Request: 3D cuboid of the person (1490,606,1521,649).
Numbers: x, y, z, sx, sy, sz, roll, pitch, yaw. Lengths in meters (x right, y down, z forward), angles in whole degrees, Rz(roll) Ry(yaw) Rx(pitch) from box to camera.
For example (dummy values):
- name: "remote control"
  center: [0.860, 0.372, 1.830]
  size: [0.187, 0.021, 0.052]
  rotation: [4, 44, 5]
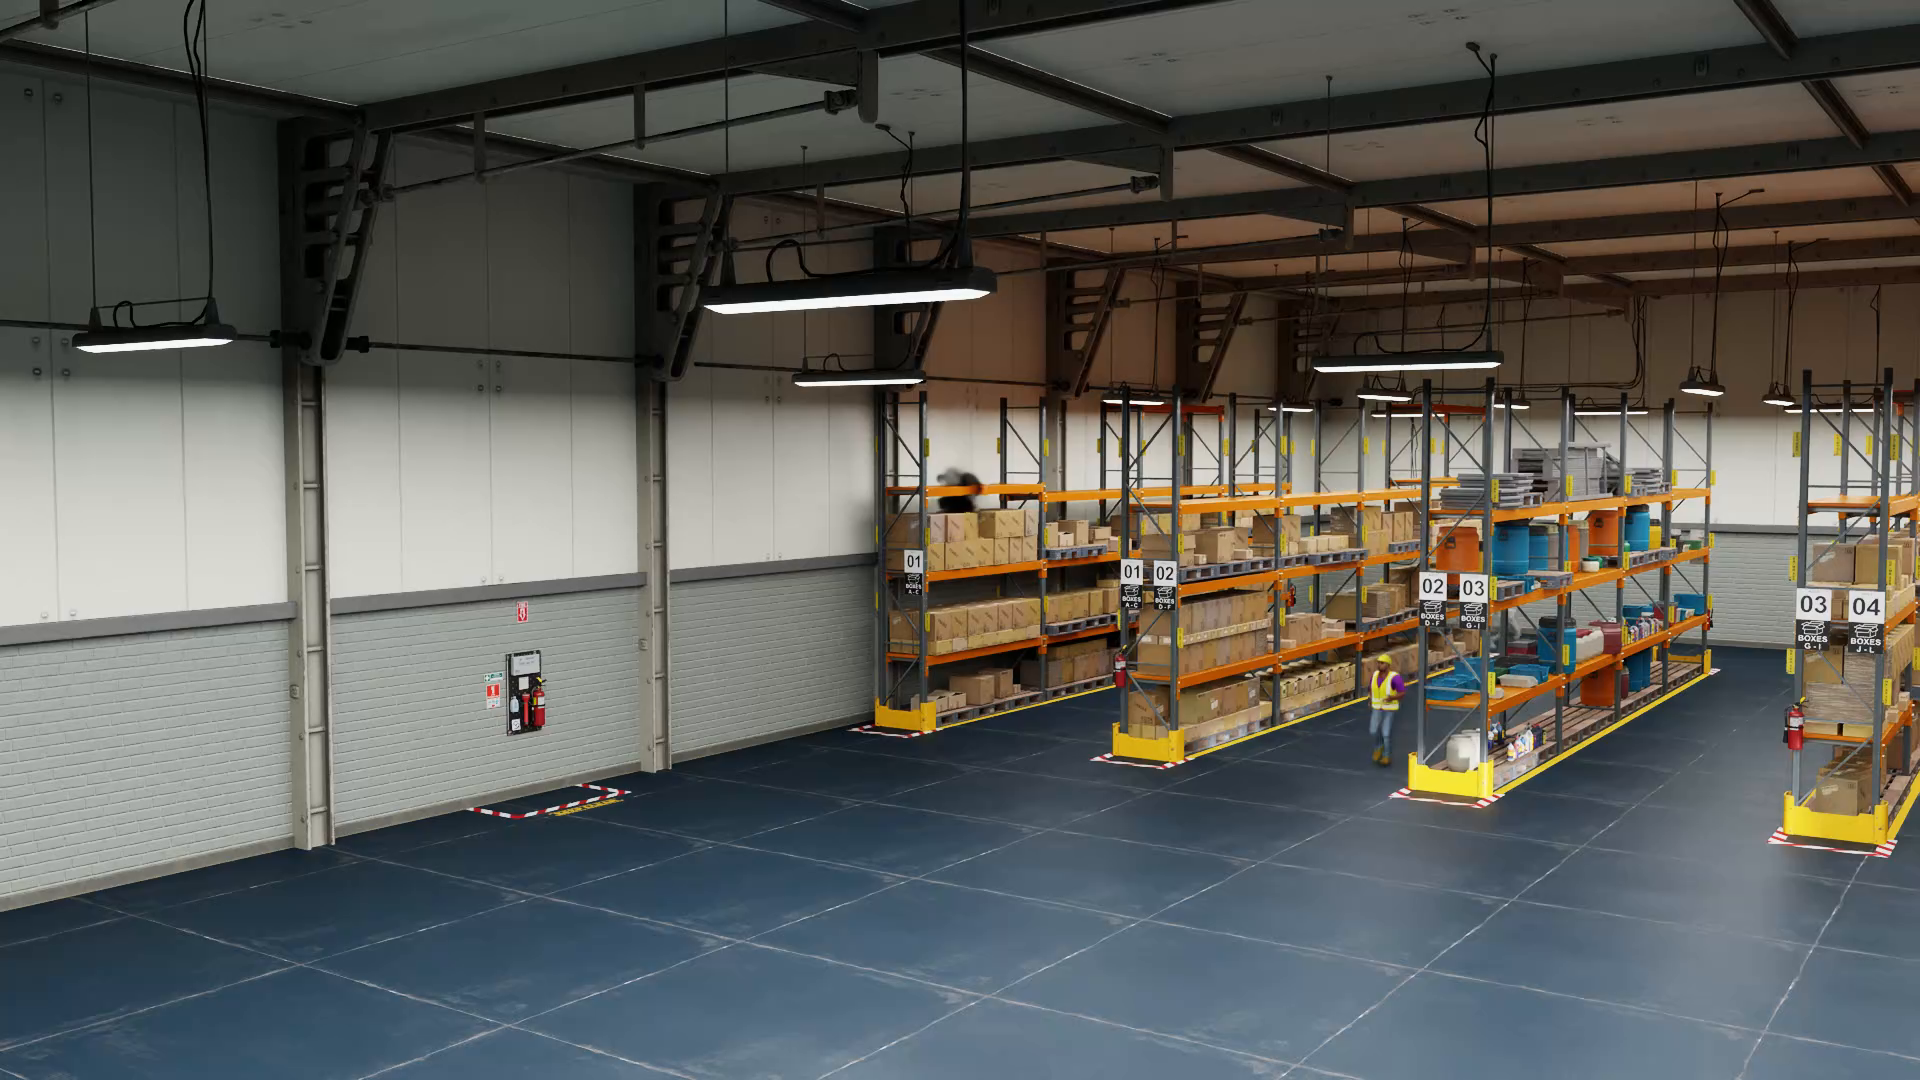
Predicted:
- name: "person"
  center: [13.359, 1.929, 40.655]
  size: [0.633, 1.679, 0.907]
  rotation: [-3, 4, -40]

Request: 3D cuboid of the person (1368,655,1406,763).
- name: "person"
  center: [6.675, 2.670, 26.215]
  size: [0.675, 1.728, 0.621]
  rotation: [2, 4, 38]
